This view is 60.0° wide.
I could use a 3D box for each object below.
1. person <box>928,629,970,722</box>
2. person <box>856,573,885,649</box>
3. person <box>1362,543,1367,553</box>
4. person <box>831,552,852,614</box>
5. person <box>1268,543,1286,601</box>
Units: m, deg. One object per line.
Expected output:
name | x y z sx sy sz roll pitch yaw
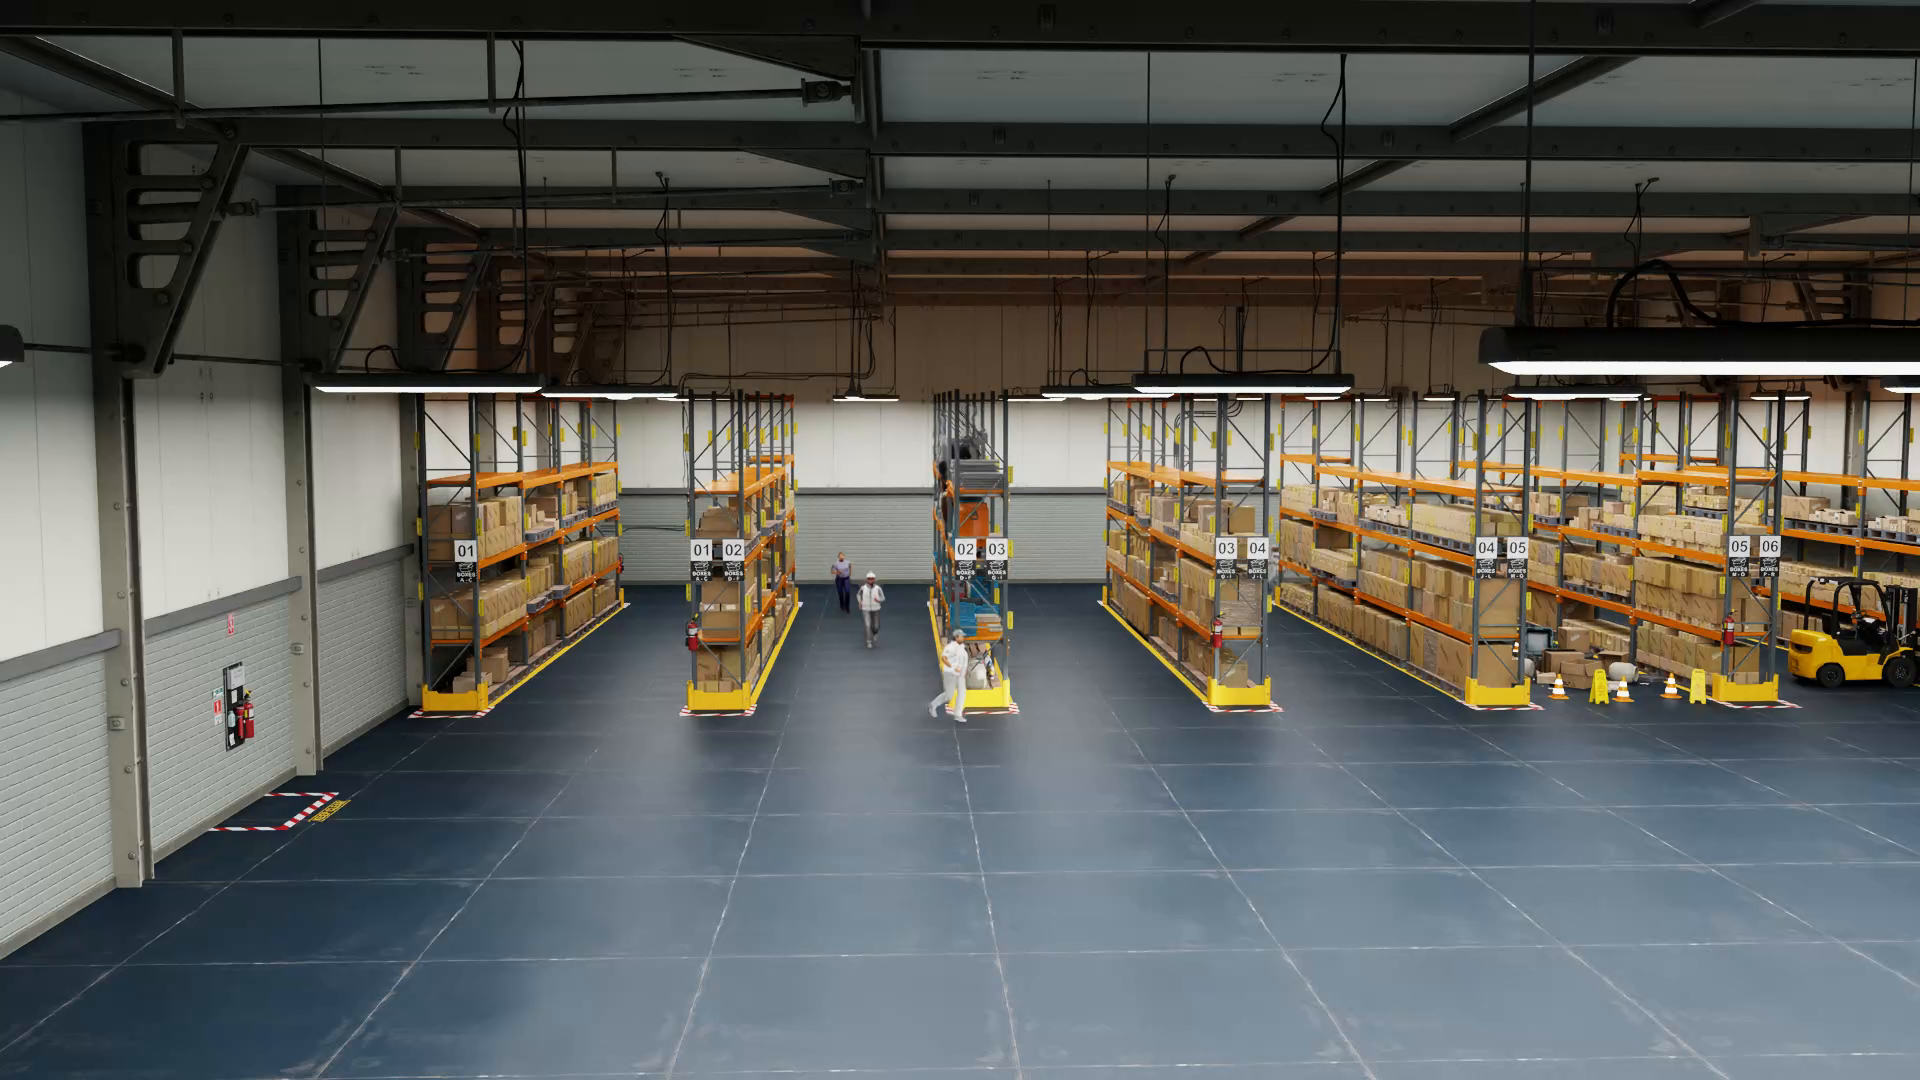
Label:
person | -0.093 2.440 30.241 0.798 1.632 0.697 4 6 39
person | -2.107 1.644 39.209 0.660 1.750 0.915 0 5 -5
person | 11.825 0.887 49.147 0.547 1.667 0.599 0 5 -1
person | -3.260 1.182 45.834 0.617 1.716 0.678 -1 5 -9
person | 9.319 0.928 48.707 0.795 1.704 0.594 0 5 -4
